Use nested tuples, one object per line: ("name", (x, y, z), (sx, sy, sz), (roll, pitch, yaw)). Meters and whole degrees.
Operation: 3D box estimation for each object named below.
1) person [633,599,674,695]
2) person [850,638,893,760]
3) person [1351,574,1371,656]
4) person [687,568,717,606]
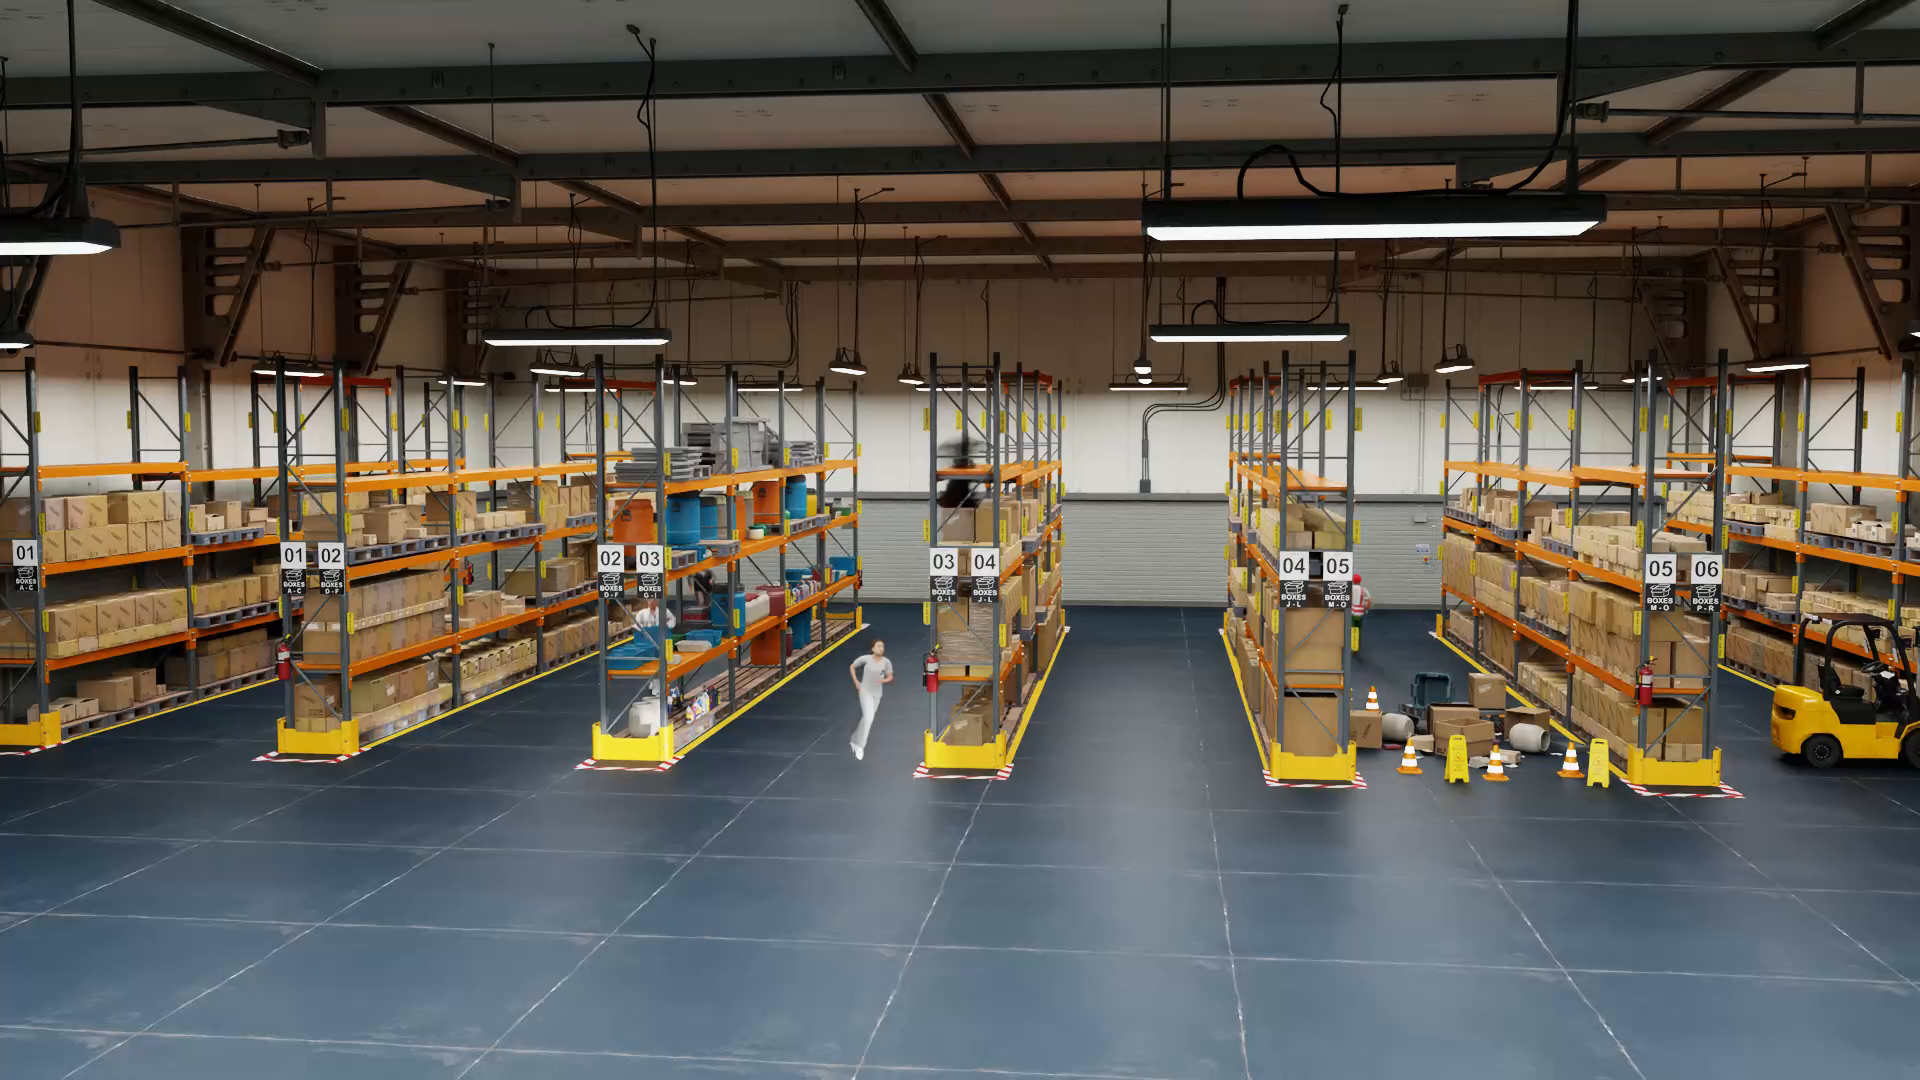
("person", (-5.668, 2.033, 30.743), (0.705, 1.644, 0.898), (0, 4, 1))
("person", (-1.281, 2.236, 23.720), (0.592, 1.698, 0.664), (-2, 5, -28))
("person", (8.410, 1.610, 35.433), (0.657, 1.781, 0.821), (0, 4, 7))
("person", (-6.297, 1.277, 40.688), (0.679, 1.731, 0.779), (-2, 4, -23))
